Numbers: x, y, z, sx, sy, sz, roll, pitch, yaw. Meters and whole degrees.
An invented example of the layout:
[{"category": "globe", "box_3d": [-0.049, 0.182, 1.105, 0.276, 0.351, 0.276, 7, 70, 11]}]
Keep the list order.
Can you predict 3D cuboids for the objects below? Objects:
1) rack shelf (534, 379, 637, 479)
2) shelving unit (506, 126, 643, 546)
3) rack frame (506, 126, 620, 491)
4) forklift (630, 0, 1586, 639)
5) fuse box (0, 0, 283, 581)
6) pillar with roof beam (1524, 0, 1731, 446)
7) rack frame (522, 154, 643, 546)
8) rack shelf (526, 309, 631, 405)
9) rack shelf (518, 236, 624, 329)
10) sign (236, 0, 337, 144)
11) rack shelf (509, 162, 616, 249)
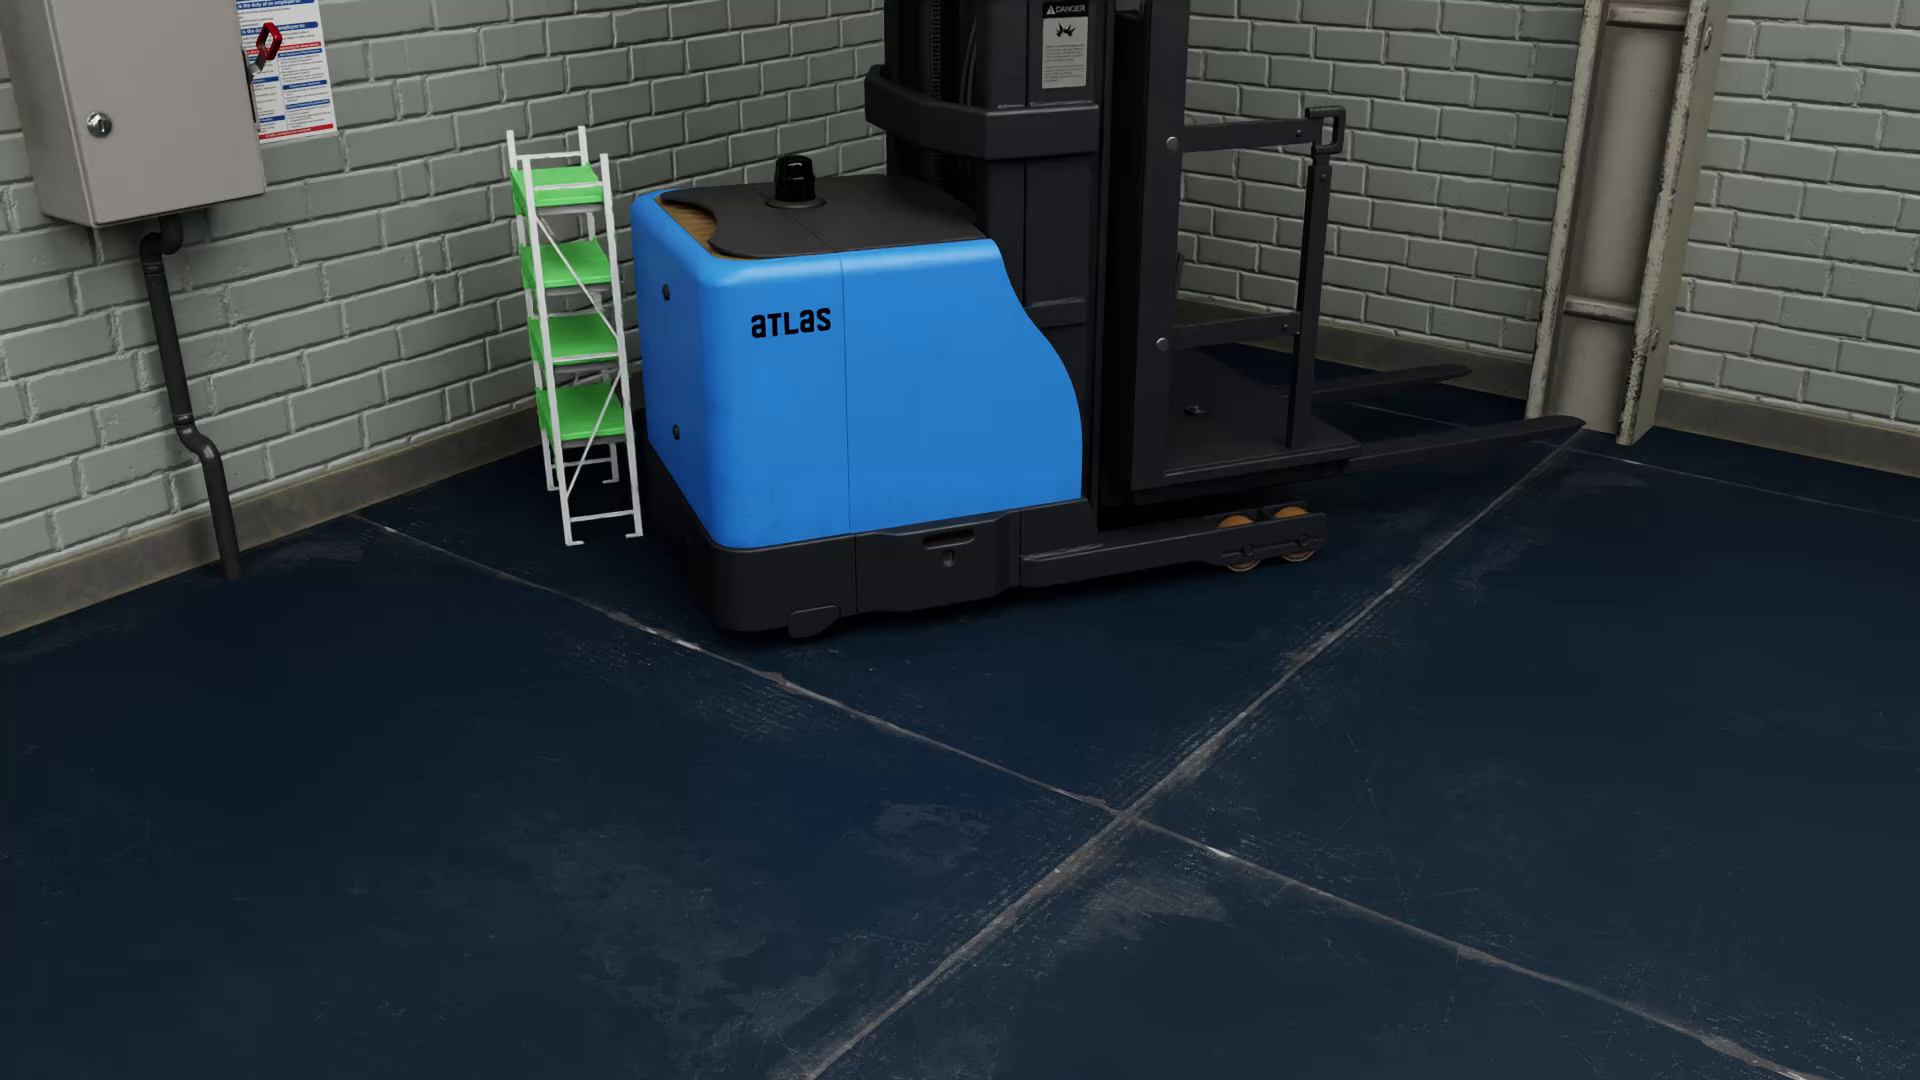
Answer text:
[{"category": "rack shelf", "box_3d": [-1.204, -0.363, 5.337, 0.258, 0.148, 0.480, -8, 25, -17]}, {"category": "shelving unit", "box_3d": [-1.206, -0.641, 5.214, 0.258, 1.200, 0.503, -8, 25, -17]}, {"category": "rack frame", "box_3d": [-1.287, -0.734, 5.424, 0.240, 1.200, 0.015, -8, 25, -17]}, {"category": "forklift", "box_3d": [0.579, -1.433, 4.868, 3.031, 2.935, 1.130, -9, 25, -20]}, {"category": "fuse box", "box_3d": [-2.144, -0.674, 4.659, 0.414, 1.711, 0.539, 17, 29, 33]}, {"category": "pillar with roof beam", "box_3d": [-0.219, -3.167, 1.278, 0.400, 9.000, 9.100, 17, 29, 33]}, {"category": "rack frame", "box_3d": [-1.126, -0.548, 5.003, 0.240, 1.200, 0.015, -8, 25, -17]}, {"category": "rack shelf", "box_3d": [-1.206, -0.582, 5.239, 0.258, 0.148, 0.480, -8, 25, -17]}, {"category": "rack shelf", "box_3d": [-1.208, -0.802, 5.142, 0.258, 0.148, 0.480, -8, 25, -17]}, {"category": "sign", "box_3d": [-2.013, -1.430, 4.893, 0.001, 0.494, 0.329, 17, 29, 33]}, {"category": "rack shelf", "box_3d": [-1.209, -1.021, 5.045, 0.258, 0.148, 0.480, -8, 25, -17]}]
